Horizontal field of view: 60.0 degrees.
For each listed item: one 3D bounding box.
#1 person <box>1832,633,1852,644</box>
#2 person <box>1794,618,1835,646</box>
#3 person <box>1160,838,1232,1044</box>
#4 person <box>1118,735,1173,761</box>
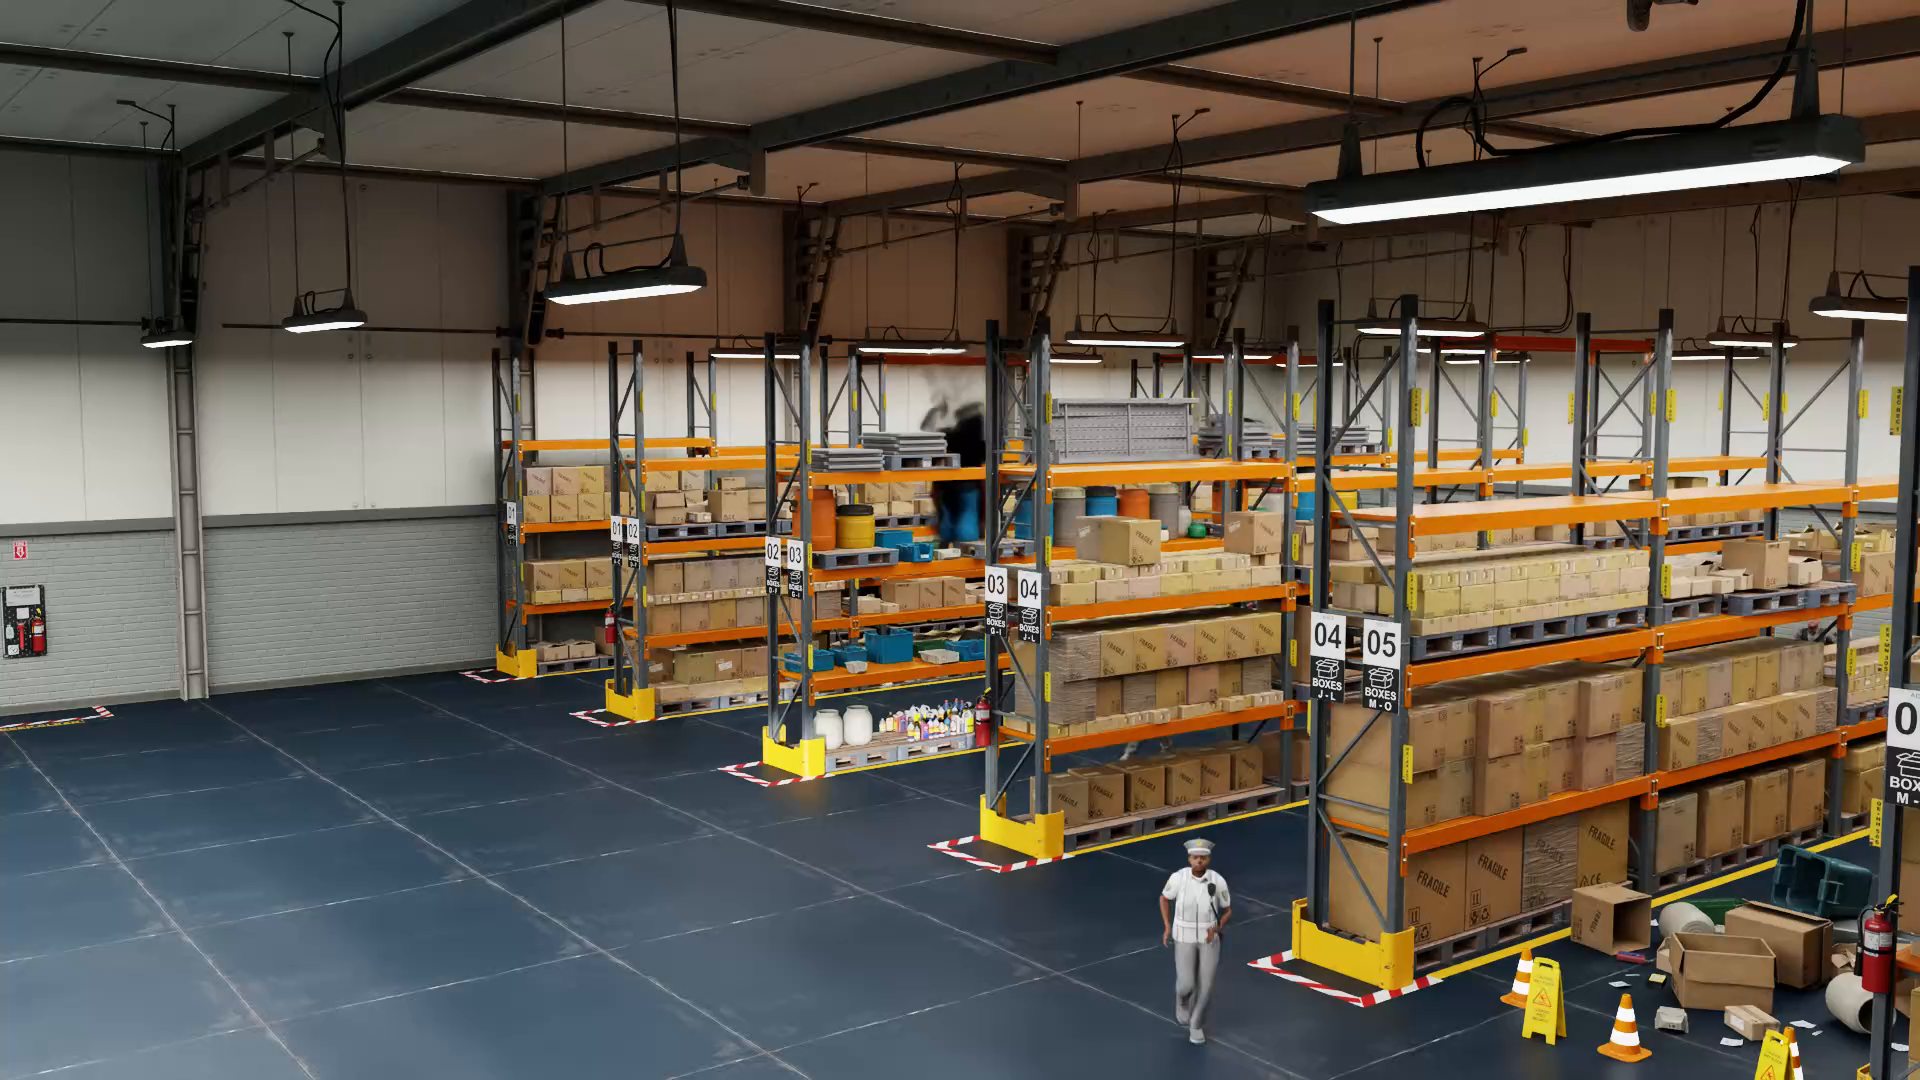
[{"bbox_3d":[12.721,2.171,24.063,0.601,1.748,0.632,-3,6,-31],"label":"person"},{"bbox_3d":[13.459,2.011,26.302,0.571,1.688,0.671,-5,7,-44],"label":"person"},{"bbox_3d":[1.876,3.186,13.217,0.573,1.653,0.554,0,5,5],"label":"person"},{"bbox_3d":[2.444,2.067,21.974,0.898,1.809,0.662,-4,7,-41],"label":"person"}]
